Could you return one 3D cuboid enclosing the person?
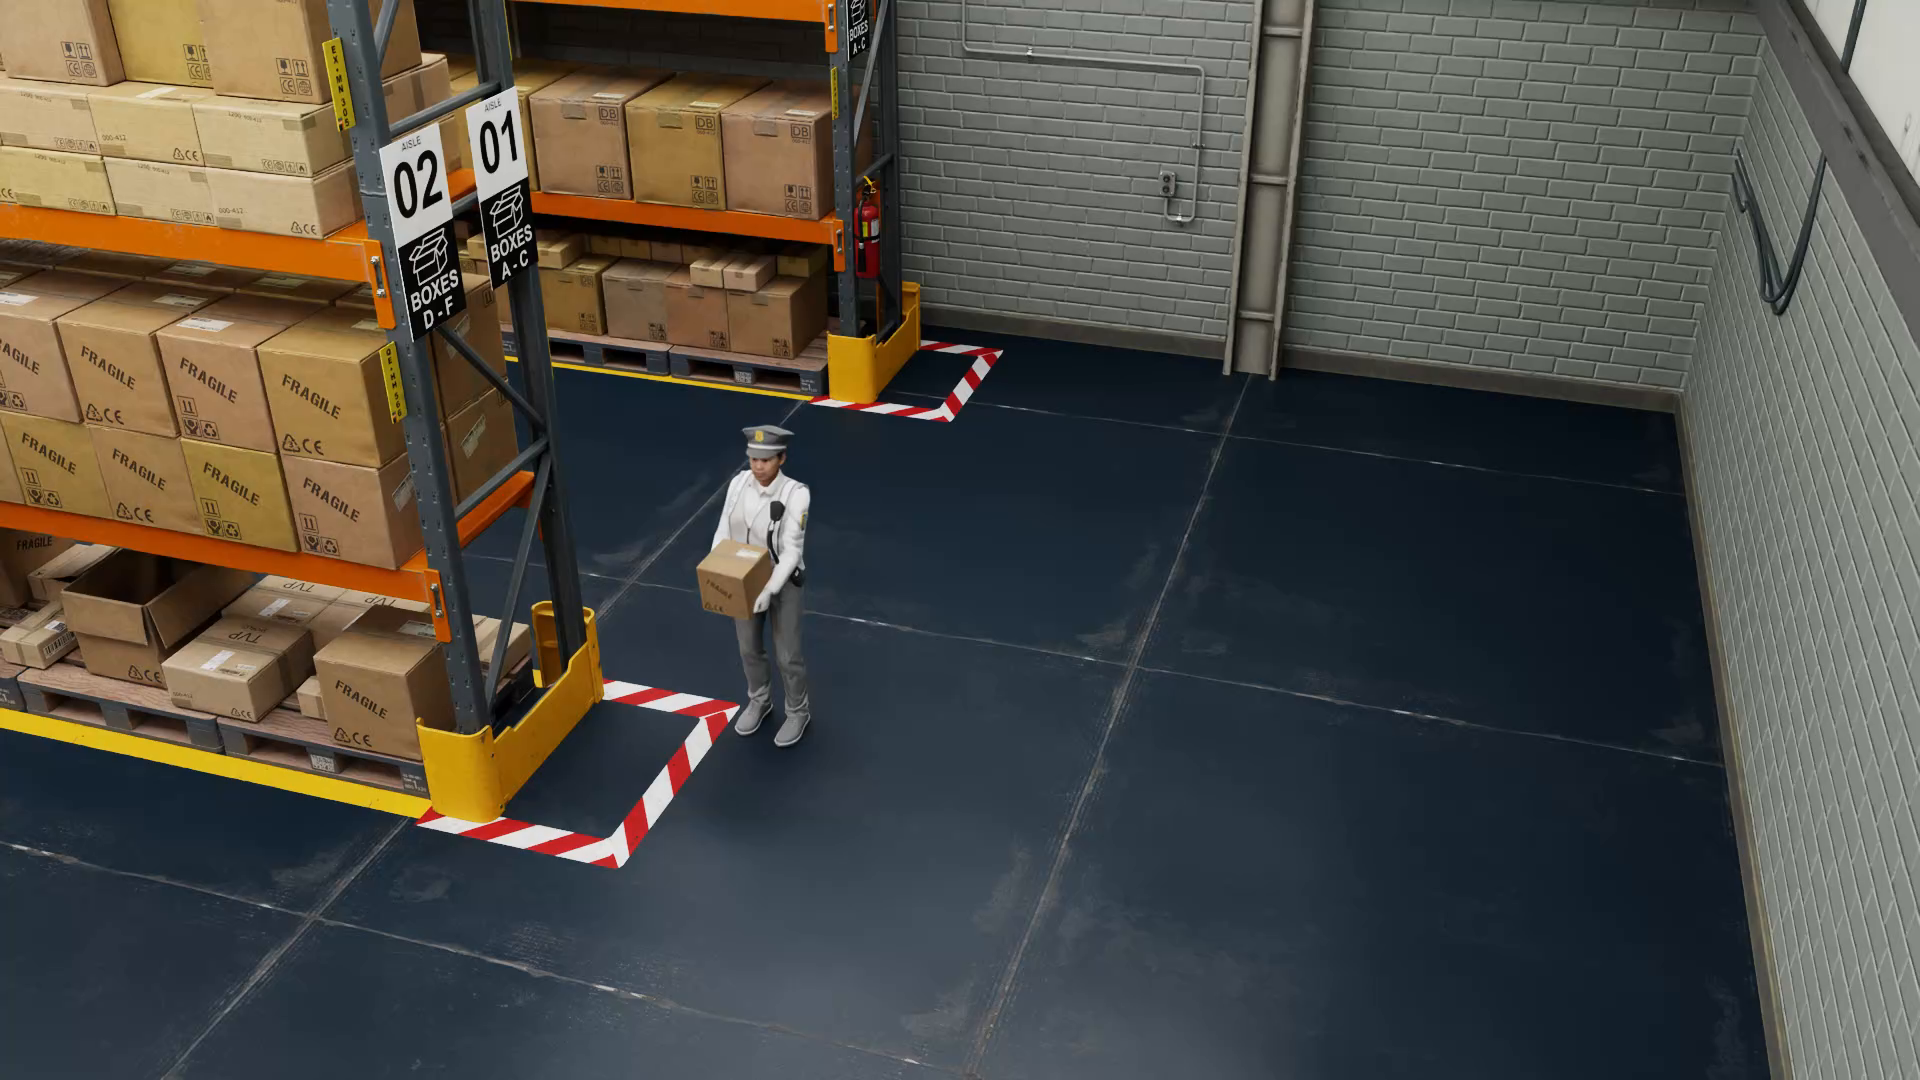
[{"bbox_3d":[-0.971,0.240,8.052,0.459,1.688,0.543,13,32,21],"label":"person"}]
